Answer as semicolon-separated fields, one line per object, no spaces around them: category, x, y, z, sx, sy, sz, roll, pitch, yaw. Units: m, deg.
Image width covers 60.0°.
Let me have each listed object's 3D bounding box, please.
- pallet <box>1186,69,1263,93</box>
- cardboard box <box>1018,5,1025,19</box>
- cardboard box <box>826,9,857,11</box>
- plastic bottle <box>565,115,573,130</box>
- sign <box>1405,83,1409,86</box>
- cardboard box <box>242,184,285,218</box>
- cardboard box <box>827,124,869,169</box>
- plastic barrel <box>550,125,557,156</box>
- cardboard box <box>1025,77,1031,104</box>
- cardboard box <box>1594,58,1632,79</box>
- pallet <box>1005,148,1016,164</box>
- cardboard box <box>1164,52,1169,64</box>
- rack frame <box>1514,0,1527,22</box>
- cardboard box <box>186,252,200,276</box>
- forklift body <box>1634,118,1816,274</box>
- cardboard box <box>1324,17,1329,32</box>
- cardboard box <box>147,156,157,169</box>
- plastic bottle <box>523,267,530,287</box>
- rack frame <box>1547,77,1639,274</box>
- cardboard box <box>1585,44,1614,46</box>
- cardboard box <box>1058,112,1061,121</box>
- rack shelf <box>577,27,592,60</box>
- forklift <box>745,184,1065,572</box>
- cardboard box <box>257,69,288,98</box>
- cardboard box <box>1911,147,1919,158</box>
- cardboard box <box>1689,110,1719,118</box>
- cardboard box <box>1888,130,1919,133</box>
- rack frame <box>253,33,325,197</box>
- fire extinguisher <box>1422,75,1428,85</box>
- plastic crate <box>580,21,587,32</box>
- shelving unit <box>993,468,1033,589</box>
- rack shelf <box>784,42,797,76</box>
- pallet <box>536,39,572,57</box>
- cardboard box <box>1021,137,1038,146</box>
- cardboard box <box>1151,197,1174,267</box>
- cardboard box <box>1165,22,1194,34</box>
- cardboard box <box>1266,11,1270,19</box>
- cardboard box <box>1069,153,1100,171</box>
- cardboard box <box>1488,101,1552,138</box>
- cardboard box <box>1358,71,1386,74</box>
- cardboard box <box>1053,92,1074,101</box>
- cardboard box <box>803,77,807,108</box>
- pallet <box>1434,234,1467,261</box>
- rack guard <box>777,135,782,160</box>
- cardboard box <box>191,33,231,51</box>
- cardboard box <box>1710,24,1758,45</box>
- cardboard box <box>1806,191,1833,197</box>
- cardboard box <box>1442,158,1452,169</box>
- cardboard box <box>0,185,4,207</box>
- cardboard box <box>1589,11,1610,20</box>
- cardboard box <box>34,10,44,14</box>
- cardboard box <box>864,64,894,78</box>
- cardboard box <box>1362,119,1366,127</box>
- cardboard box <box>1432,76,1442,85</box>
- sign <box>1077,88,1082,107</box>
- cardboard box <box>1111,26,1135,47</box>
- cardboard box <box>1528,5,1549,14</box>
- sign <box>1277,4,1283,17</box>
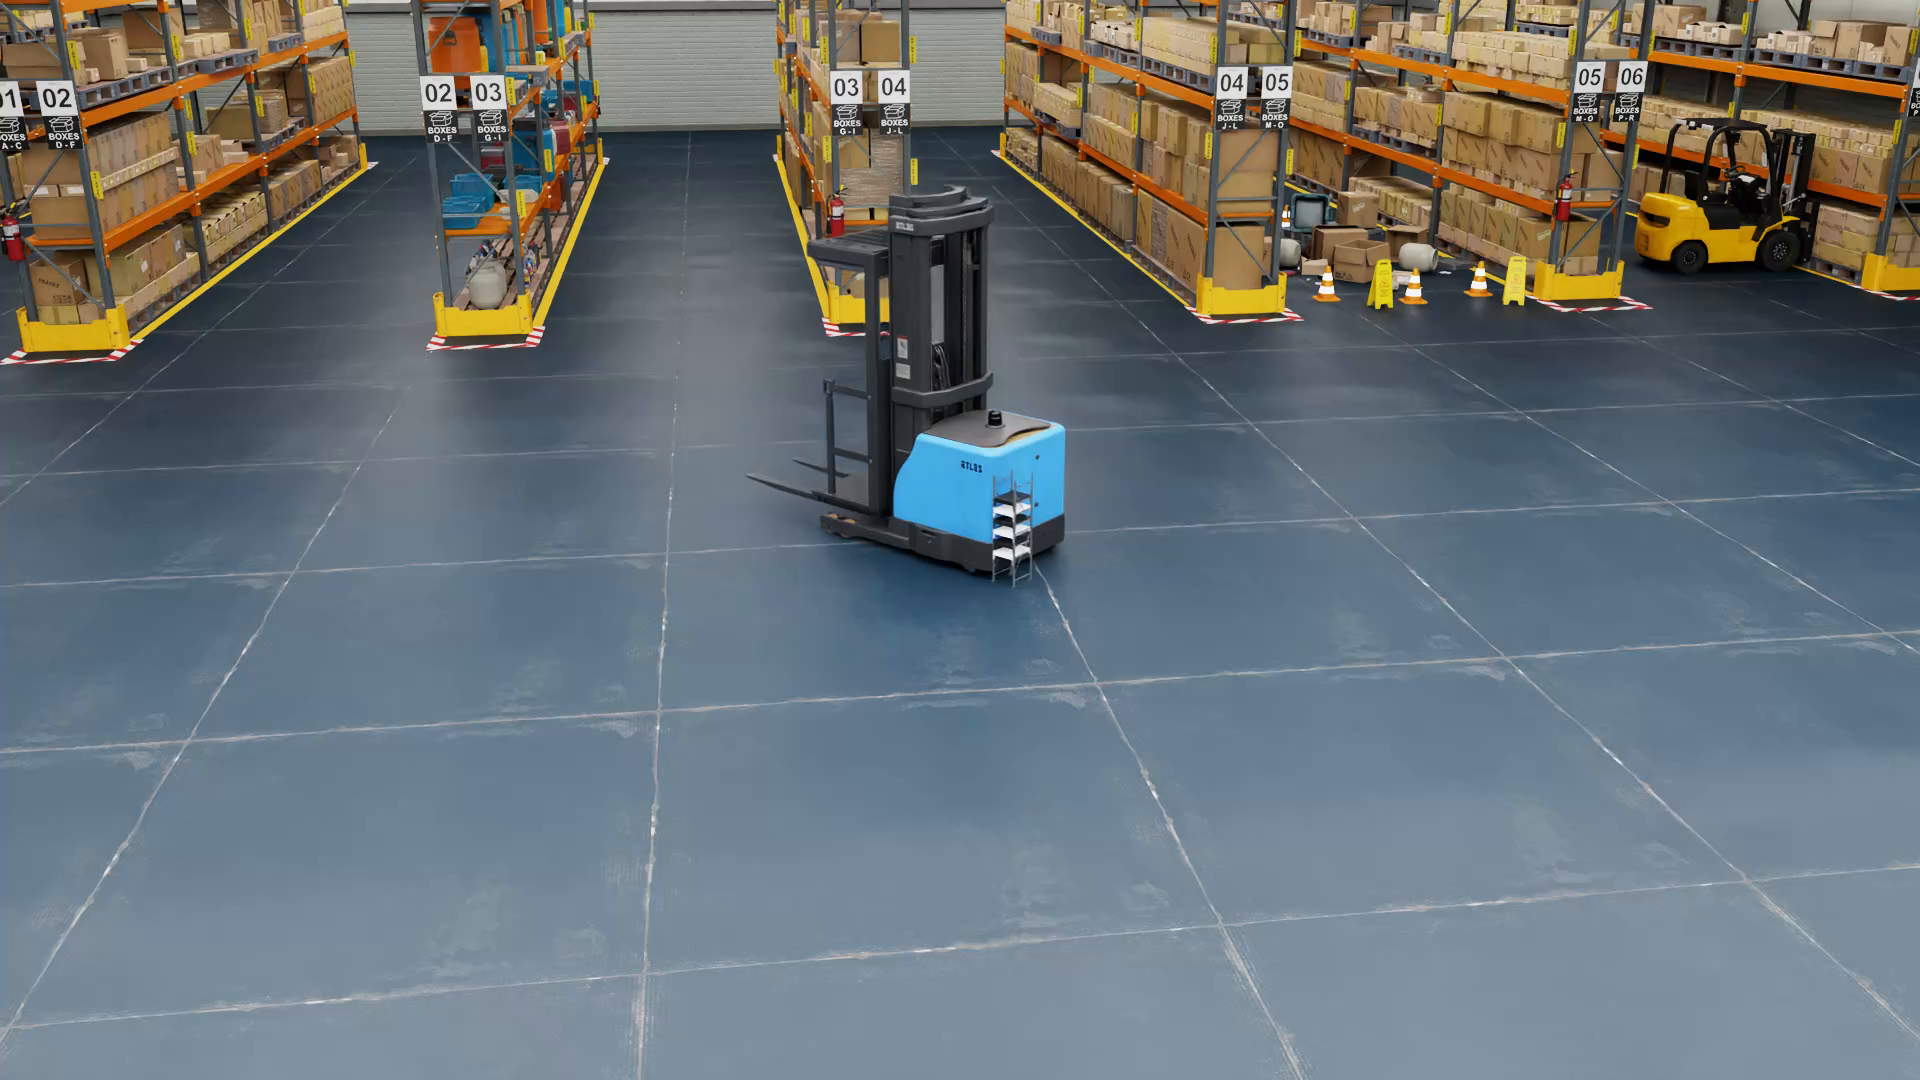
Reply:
pallet;3.671;-6.136;22.197;1.003;0.211;1.213;-3;21;-8
cardboard box;1.500;-10.928;34.401;0.500;0.250;0.500;-4;21;-10
cardboard box;-1.971;-8.604;27.821;0.500;0.500;0.500;-2;21;-6
plastic bottle;-7.263;-7.726;30.793;0.152;0.276;0.135;-3;21;-8
sign;8.055;-8.106;30.091;0.100;0.325;0.005;-3;21;-8
cardboard box;-11.874;-5.779;28.346;0.500;0.500;0.500;-2;21;-5
cardboard box;-1.458;-5.133;21.676;0.500;0.500;0.500;-3;21;-8
plastic barrel;-6.829;-6.528;27.246;0.421;0.512;0.421;0;20;0
cardboard box;1.636;-9.190;33.966;0.500;0.500;0.500;-3;21;-9
cardboard box;8.863;-6.462;22.733;0.500;0.250;0.500;-3;21;-9
pallet;1.575;-8.440;36.511;1.003;0.211;1.213;-3;21;-8
cardboard box;3.113;-6.848;23.592;0.380;0.149;0.250;-3;21;-8
rack frame;11.854;-12.017;33.530;1.000;3.000;0.127;-3;21;-8
cardboard box;-11.231;-3.946;23.825;0.500;0.250;0.500;-3;21;-8
forklift body;11.505;-5.219;25.116;2.313;2.155;1.214;-3;21;-8
cardboard box;6.974;-9.568;30.852;0.396;0.266;0.258;-3;21;-9
cardboard box;-11.118;-5.102;22.520;0.380;0.149;0.250;-3;21;-8
plastic bottle;-5.989;-3.622;22.898;0.097;0.271;0.097;0;20;0
rack frame;8.672;-4.800;22.782;1.000;3.000;0.127;-3;21;-8
cardboard box;8.796;-6.771;22.990;0.380;0.149;0.250;-3;21;-8
cardboard box;2.005;-7.774;30.502;0.380;0.149;0.250;-3;21;-8
rack shelf;-8.054;-9.966;33.354;1.077;0.370;4.000;-3;21;-8
forklift;-0.580;-1.515;14.083;3.031;2.935;1.130;16;26;36
cardboard box;-12.997;-8.634;31.475;0.500;0.500;0.500;-3;21;-7
cardboard box;13.791;-5.533;23.674;0.380;0.149;0.250;-3;21;-9
cardboard box;12.530;-7.155;28.016;0.380;0.149;0.250;-4;21;-9
cardboard box;13.690;-5.852;24.103;0.380;0.149;0.250;-3;21;-7
rack frame;-12.668;-7.957;31.233;1.000;3.000;0.127;-3;21;-8
fire extinguisher;10.798;-10.408;38.440;0.296;0.674;0.183;-3;21;-8
plastic crate;-7.917;-10.569;34.243;0.450;0.188;0.336;-3;21;-8
shelving unit;0.418;-0.092;13.176;0.210;0.900;0.258;16;26;37
rack shelf;-2.576;-8.831;30.315;1.077;0.370;4.000;-3;21;-8
pallet;-7.202;-8.407;28.421;1.003;0.211;1.213;-3;21;-8
cardboard box;1.489;-8.368;34.959;0.380;0.149;0.250;-4;21;-10
cardboard box;3.367;-4.569;24.598;0.875;0.875;0.875;-3;21;-7
cardboard box;3.113;-7.222;23.453;0.380;0.149;0.250;-3;21;-8
cardboard box;6.495;-10.783;34.128;0.380;0.149;0.250;-2;21;-6
cardboard box;2.277;-6.886;30.267;0.500;0.250;0.500;-3;21;-9
cardboard box;8.207;-6.148;24.392;0.700;0.500;0.500;-3;21;-8
cardboard box;7.609;-8.440;30.954;0.500;0.500;0.500;-3;21;-8
cardboard box;1.927;-8.238;30.894;0.380;0.149;0.250;-2;21;-5
cardboard box;-2.468;-8.067;29.951;0.797;0.503;0.637;-2;21;-6
pallet;8.227;-4.648;26.360;1.003;0.211;1.213;-3;21;-8
rack guard;-3.444;-8.678;36.735;1.175;0.500;0.348;-3;21;-8
cardboard box;-11.970;-7.950;26.540;0.500;0.250;0.500;-4;21;-12
cardboard box;12.661;-8.282;27.201;0.500;0.311;0.500;-4;21;-9
cardboard box;13.417;-5.303;26.028;0.500;0.250;0.500;-3;21;-7
cardboard box;7.824;-5.942;26.198;0.380;0.149;0.250;-3;21;-8
cardboard box;-17.089;-6.075;28.668;0.750;0.750;0.750;-3;21;-8
cardboard box;12.071;-9.863;31.269;0.380;0.149;0.250;-3;21;-9
cardboard box;-17.474;-10.074;31.015;0.500;0.500;0.500;-3;21;-9
cardboard box;-1.045;-6.105;21.633;0.380;0.149;0.250;-3;21;-9
cardboard box;7.389;-7.428;29.575;0.380;0.149;0.250;-4;21;-11
cardboard box;11.076;-10.490;37.805;0.500;0.250;0.500;-3;21;-7
sign;2.100;-7.760;29.165;0.100;0.325;0.005;-3;21;-8
cardboard box;2.741;-8.103;26.723;0.500;0.311;0.500;-4;21;-10
cardboard box;11.566;-10.573;33.141;0.380;0.149;0.250;-3;21;-9
sign;6.393;-10.611;33.200;0.100;0.325;0.005;-3;21;-8
